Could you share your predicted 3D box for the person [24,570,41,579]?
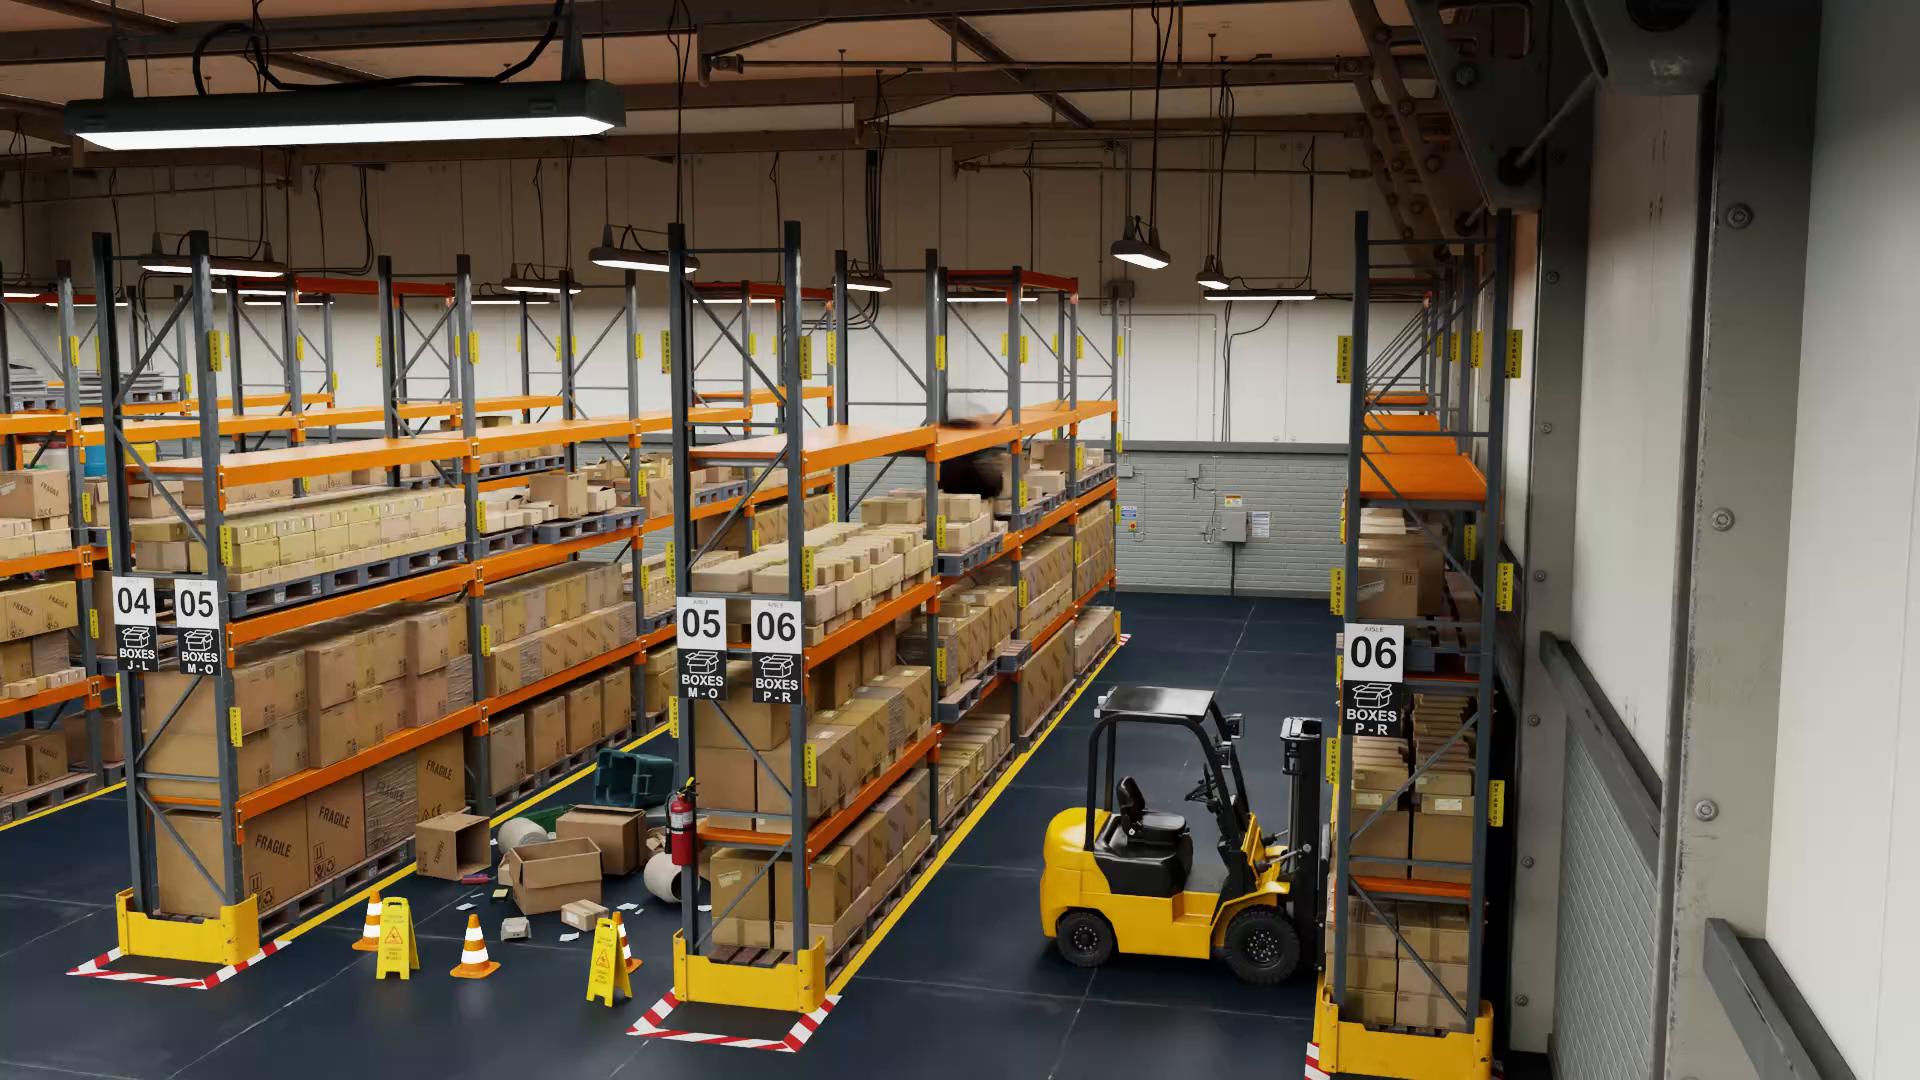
[{"bbox_3d":[-15.910,0.893,28.566,0.503,1.617,0.682,0,7,-3],"label":"person"}]
